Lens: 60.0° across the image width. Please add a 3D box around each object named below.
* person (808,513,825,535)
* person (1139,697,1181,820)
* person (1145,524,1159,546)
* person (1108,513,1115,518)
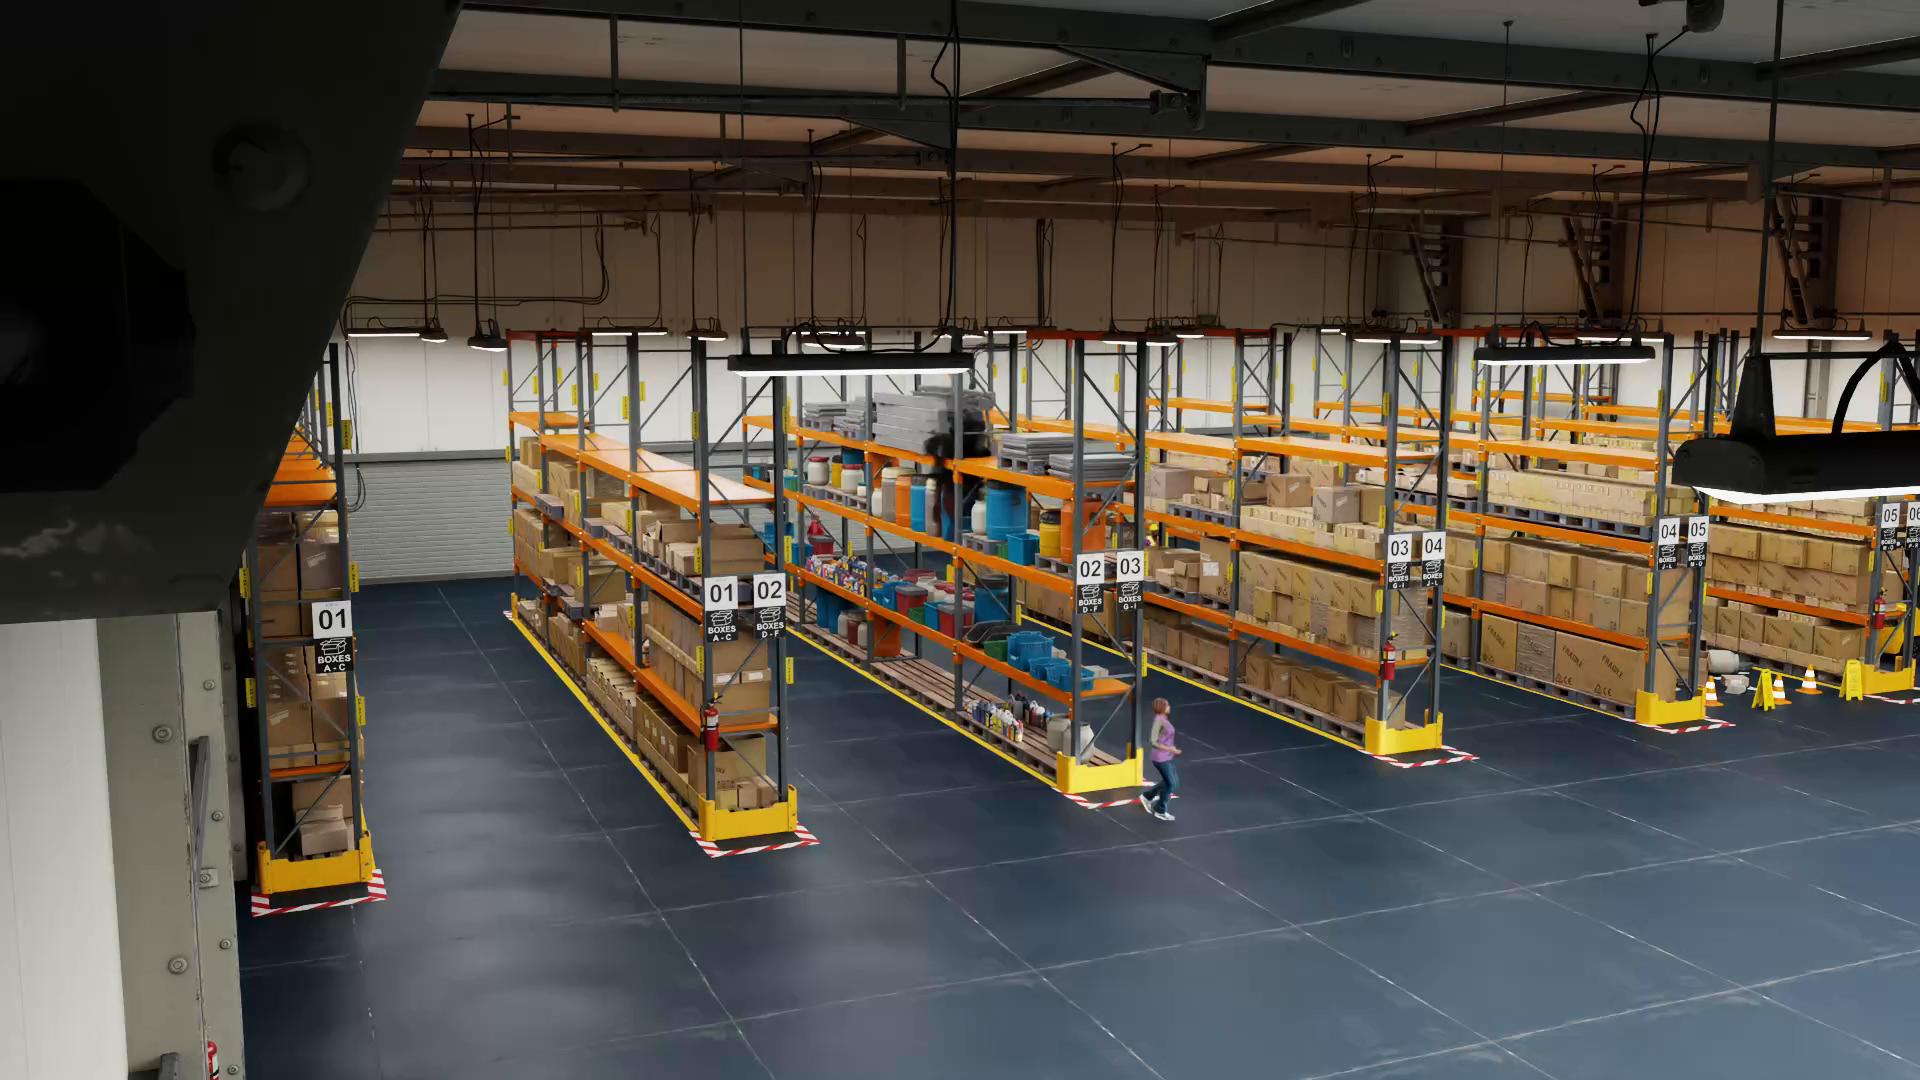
[{"bbox_3d":[-3.378,0.186,39.082,0.629,1.672,0.663,-2,8,-17],"label":"person"},{"bbox_3d":[2.519,2.753,20.873,0.539,1.575,0.554,2,8,12],"label":"person"},{"bbox_3d":[4.167,0.534,36.157,0.640,1.796,0.890,-3,8,-24],"label":"person"},{"bbox_3d":[3.511,0.172,39.245,0.686,1.649,0.913,-2,8,-11],"label":"person"}]
